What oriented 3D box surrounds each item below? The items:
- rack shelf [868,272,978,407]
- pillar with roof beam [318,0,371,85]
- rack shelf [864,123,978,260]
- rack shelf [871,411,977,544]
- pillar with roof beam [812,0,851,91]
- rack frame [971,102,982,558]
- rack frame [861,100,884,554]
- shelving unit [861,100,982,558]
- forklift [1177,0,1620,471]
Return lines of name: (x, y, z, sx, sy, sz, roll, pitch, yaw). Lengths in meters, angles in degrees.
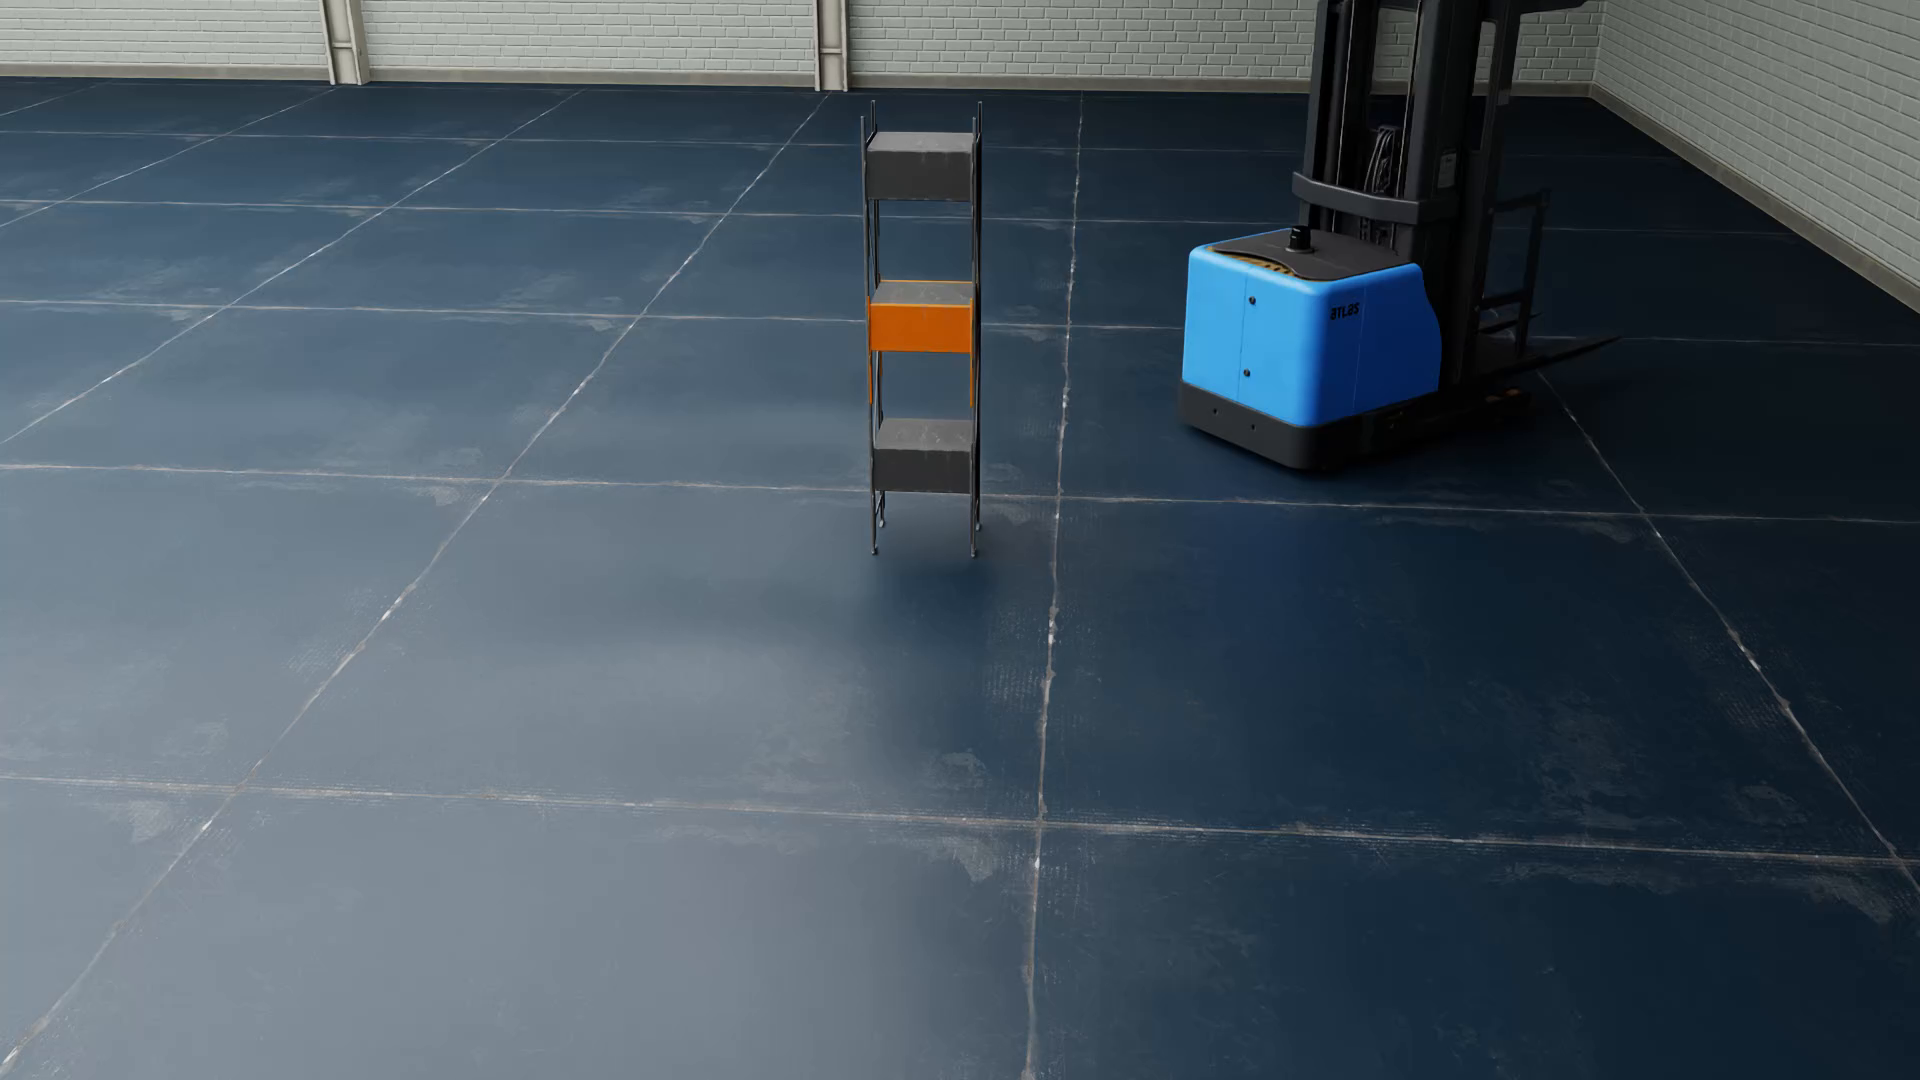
rack shelf: (-0.165, -0.947, 7.828, 0.480, 0.518, 0.431, 2, 25, 4)
pillar with roof beam: (-7.843, -7.942, 14.744, 0.400, 9.000, 9.100, 2, 25, 4)
rack shelf: (-0.165, -1.583, 7.536, 0.480, 0.518, 0.431, 2, 25, 4)
rack shelf: (-0.165, -0.311, 8.121, 0.480, 0.518, 0.431, 2, 25, 4)
pillar with roof beam: (-1.861, -7.750, 14.327, 0.400, 9.000, 9.100, 2, 25, 4)
rack frame: (0.078, -0.951, 7.806, 0.015, 2.100, 0.400, 2, 25, 4)
rack frame: (-0.408, -0.967, 7.840, 0.015, 2.100, 0.400, 2, 25, 4)
shelving unit: (-0.165, -0.959, 7.823, 0.503, 2.100, 0.431, 2, 25, 4)
forklift: (2.753, -2.170, 9.459, 3.031, 2.935, 1.130, -16, 29, -32)
